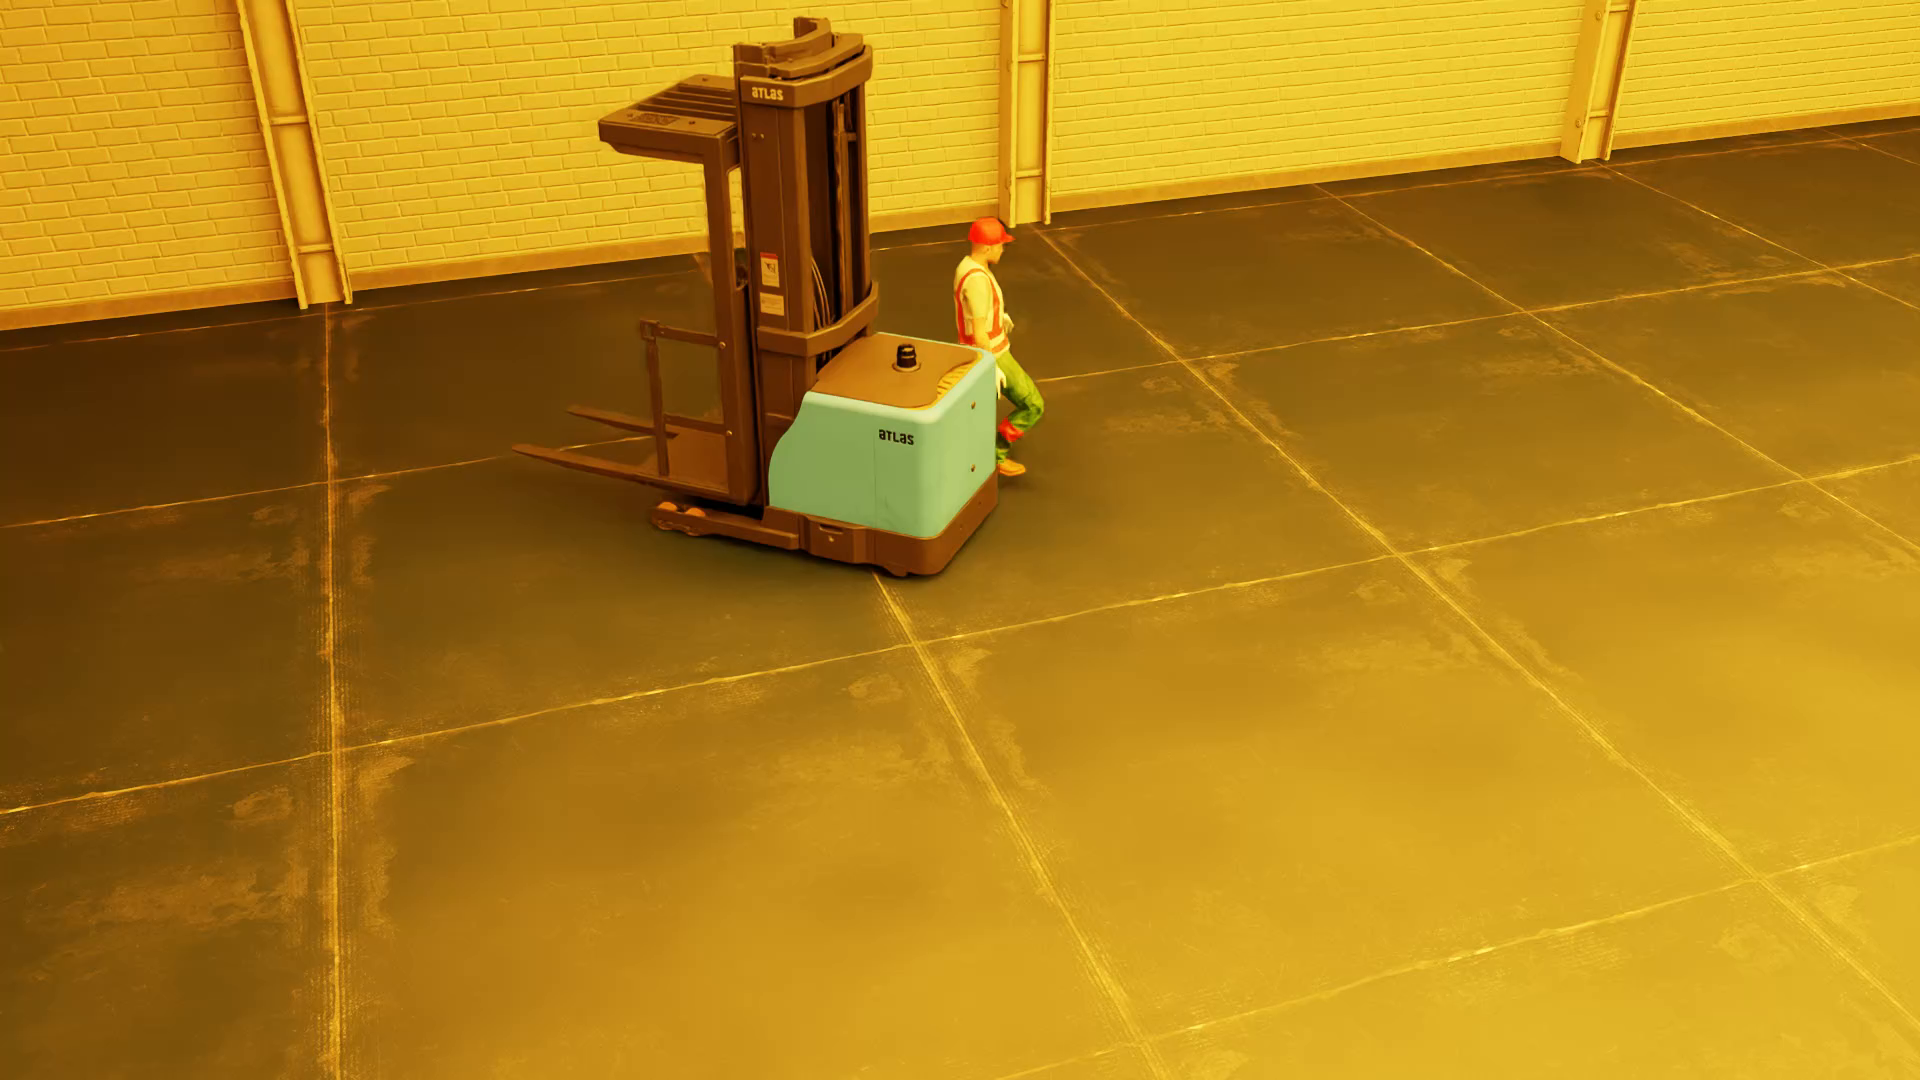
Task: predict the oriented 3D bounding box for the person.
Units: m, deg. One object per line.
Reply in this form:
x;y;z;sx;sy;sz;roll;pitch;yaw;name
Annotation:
0.181;-1.219;10.517;0.644;1.668;0.985;-2;30;-3;person

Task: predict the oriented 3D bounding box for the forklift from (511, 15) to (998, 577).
-1.337;-1.523;9.734;3.031;2.935;1.130;12;32;19;forklift
